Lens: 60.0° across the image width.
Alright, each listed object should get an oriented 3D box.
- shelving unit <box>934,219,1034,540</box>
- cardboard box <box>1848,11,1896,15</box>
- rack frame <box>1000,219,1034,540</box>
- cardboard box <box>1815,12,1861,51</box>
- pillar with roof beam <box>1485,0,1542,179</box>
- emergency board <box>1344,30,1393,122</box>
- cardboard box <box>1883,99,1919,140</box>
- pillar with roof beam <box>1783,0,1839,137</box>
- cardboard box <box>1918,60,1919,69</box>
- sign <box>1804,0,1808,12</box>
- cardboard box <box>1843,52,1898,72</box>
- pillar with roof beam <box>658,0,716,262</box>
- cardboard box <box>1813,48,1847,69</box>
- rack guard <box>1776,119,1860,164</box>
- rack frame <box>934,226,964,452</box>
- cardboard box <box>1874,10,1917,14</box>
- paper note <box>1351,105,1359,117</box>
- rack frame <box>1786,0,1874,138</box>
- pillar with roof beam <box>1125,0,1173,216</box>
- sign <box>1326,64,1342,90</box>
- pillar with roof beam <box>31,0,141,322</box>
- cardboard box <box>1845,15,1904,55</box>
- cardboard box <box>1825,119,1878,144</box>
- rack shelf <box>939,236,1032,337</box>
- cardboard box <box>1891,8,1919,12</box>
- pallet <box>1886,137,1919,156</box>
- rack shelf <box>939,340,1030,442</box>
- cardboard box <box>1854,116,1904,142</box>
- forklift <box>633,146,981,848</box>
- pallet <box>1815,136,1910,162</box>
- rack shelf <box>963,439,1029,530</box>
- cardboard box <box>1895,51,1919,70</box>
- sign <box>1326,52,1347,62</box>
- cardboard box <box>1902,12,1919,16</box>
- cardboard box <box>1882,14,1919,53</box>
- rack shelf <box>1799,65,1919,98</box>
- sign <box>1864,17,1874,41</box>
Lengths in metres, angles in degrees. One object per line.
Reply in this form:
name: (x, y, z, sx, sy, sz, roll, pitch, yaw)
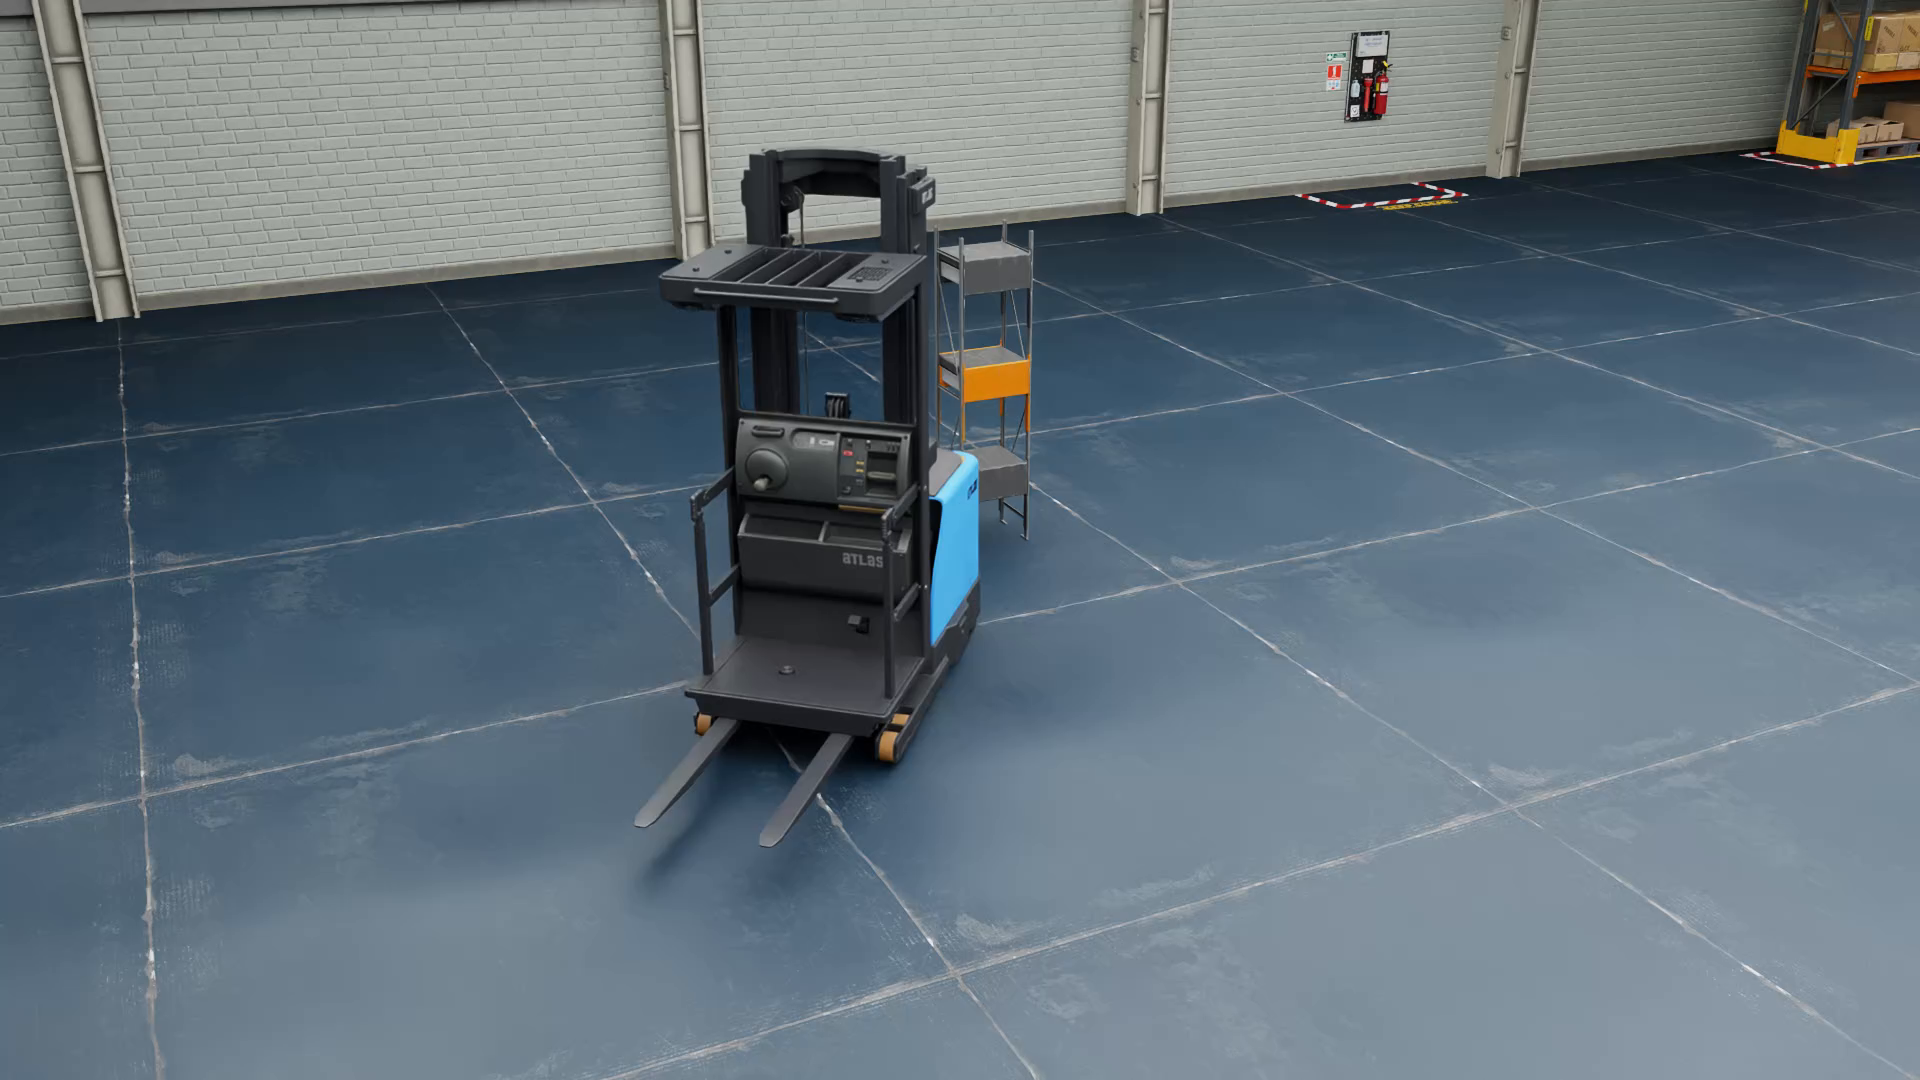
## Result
shelving unit: (0.149, -0.998, 10.915, 0.503, 2.100, 0.431, -10, 25, -24)
cardboard box: (13.723, -7.714, 25.153, 0.500, 0.500, 0.500, -10, 25, -23)
rack frame: (0.369, -1.038, 11.013, 0.015, 2.100, 0.400, -10, 25, -24)
cardboard box: (13.265, -7.634, 24.960, 0.500, 0.500, 0.500, -11, 25, -24)
pillar with roof beam: (9.649, -7.903, 18.577, 0.400, 9.000, 9.100, -10, 25, -24)
emergency board: (5.538, -6.218, 22.350, 0.643, 1.169, 0.194, -10, 25, -24)
cardboard box: (14.791, -6.527, 25.790, 0.500, 0.500, 0.700, -12, 25, -27)
pillar with roof beam: (15.055, -8.899, 20.982, 0.400, 9.000, 9.100, -10, 25, -24)
cardboard box: (14.433, -7.281, 25.088, 0.500, 0.250, 0.500, -11, 25, -24)
sign: (12.710, -8.072, 24.901, 0.005, 0.325, 0.100, -10, 25, -24)
cardboard box: (13.510, -7.108, 24.669, 0.500, 0.250, 0.500, -11, 25, -25)
pillar with roof beam: (-1.164, -5.913, 13.769, 0.400, 9.000, 9.100, -10, 25, -24)
cardboard box: (13.269, -7.280, 25.086, 0.500, 0.250, 0.500, -10, 25, -23)
rack guard: (13.001, -6.054, 25.221, 0.348, 0.500, 1.175, -10, 25, -24)
rack frame: (-0.071, -0.957, 10.817, 0.015, 2.100, 0.400, -10, 25, -24)
cardboard box: (14.187, -7.801, 25.364, 0.500, 0.500, 0.500, -11, 25, -25)
paper note: (5.349, -5.806, 22.505, 0.142, 0.148, 0.016, -10, 25, -24)
rack frame: (12.932, -7.196, 24.713, 0.127, 3.000, 1.000, -10, 25, -24)
pillar with roof beam: (4.242, -6.908, 16.173, 0.400, 9.000, 9.100, -10, 25, -24)
sign: (4.995, -6.179, 22.208, 0.234, 0.329, 0.001, -10, 25, -24)
pillar with roof beam: (-6.570, -4.918, 11.364, 0.400, 9.000, 9.100, -10, 25, -24)
cardboard box: (13.493, -7.458, 24.535, 0.500, 0.500, 0.500, -10, 25, -24)
cardboard box: (13.595, -6.241, 25.345, 0.500, 0.311, 0.500, -14, 26, -30)
rack shelf: (0.149, -1.632, 10.652, 0.480, 0.518, 0.431, -10, 25, -24)
cardboard box: (14.640, -7.885, 25.566, 0.500, 0.500, 0.500, -10, 25, -23)
pallet: (14.846, -6.244, 26.058, 1.213, 0.211, 1.003, -10, 25, -24)
rack shelf: (0.149, -0.985, 10.920, 0.480, 0.518, 0.431, -10, 25, -24)
cardboard box: (14.108, -6.335, 25.573, 0.500, 0.311, 0.500, -8, 24, -19)
forklift: (-0.760, -0.378, 8.330, 1.130, 2.935, 3.031, 6, 23, 14)
pallet: (13.748, -6.043, 25.572, 1.213, 0.211, 1.003, -10, 25, -24)
rack shelf: (0.149, -0.338, 11.188, 0.480, 0.518, 0.431, -10, 25, -24)
cardboard box: (13.971, -7.199, 24.889, 0.500, 0.250, 0.500, -11, 25, -25)
sign: (5.003, -6.421, 22.101, 0.331, 0.109, 0.001, -10, 25, -24)
cardboard box: (14.411, -7.620, 24.927, 0.500, 0.500, 0.500, -11, 25, -25)
cardboard box: (13.942, -7.537, 24.725, 0.500, 0.500, 0.500, -10, 25, -23)
rack shelf: (14.734, -7.195, 25.652, 4.000, 0.370, 1.077, -10, 25, -24)
sign: (13.168, -7.409, 24.095, 0.005, 0.325, 0.100, -10, 25, -24)
